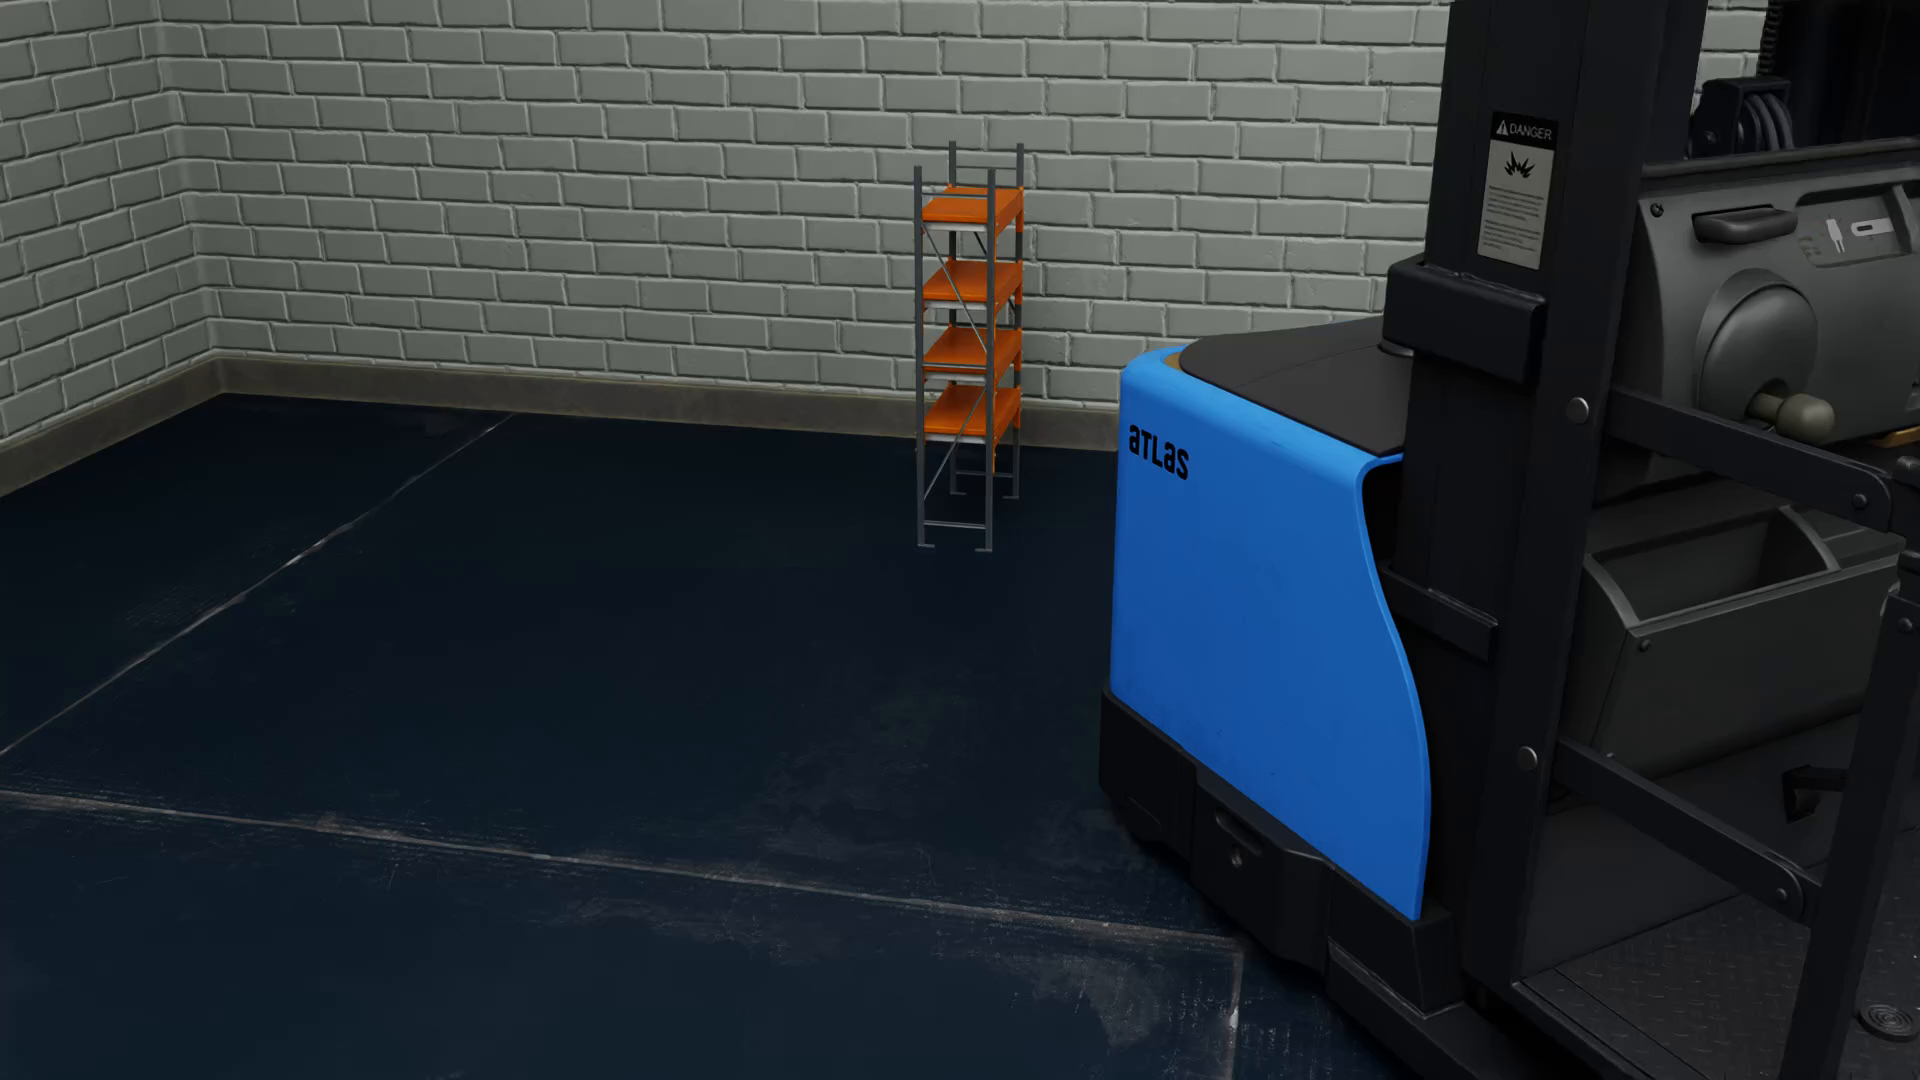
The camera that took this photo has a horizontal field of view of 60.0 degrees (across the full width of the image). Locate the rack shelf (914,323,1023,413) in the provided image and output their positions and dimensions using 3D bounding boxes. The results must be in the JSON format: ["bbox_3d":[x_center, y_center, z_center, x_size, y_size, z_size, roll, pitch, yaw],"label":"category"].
[{"bbox_3d":[0.034,-0.555,5.305,0.258,0.148,0.480,4,22,11],"label":"rack shelf"}]

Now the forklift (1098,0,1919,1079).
[{"bbox_3d":[1.447,-0.348,2.295,1.130,2.935,3.031,-11,24,-26],"label":"forklift"}]

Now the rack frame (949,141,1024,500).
[{"bbox_3d":[0.084,-0.706,5.501,0.240,1.200,0.015,4,22,11],"label":"rack frame"}]

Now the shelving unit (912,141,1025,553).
[{"bbox_3d":[0.034,-0.617,5.280,0.258,1.200,0.503,4,22,11],"label":"shelving unit"}]

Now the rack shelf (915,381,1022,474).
[{"bbox_3d":[0.034,-0.371,5.379,0.258,0.148,0.480,4,22,11],"label":"rack shelf"}]

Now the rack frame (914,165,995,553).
[{"bbox_3d":[-0.016,-0.528,5.058,0.240,1.200,0.015,4,22,11],"label":"rack frame"}]

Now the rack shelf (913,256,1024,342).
[{"bbox_3d":[0.034,-0.762,5.221,0.258,0.148,0.480,4,22,11],"label":"rack shelf"}]

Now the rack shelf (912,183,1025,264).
[{"bbox_3d":[0.034,-0.982,5.133,0.258,0.148,0.480,4,22,11],"label":"rack shelf"}]
